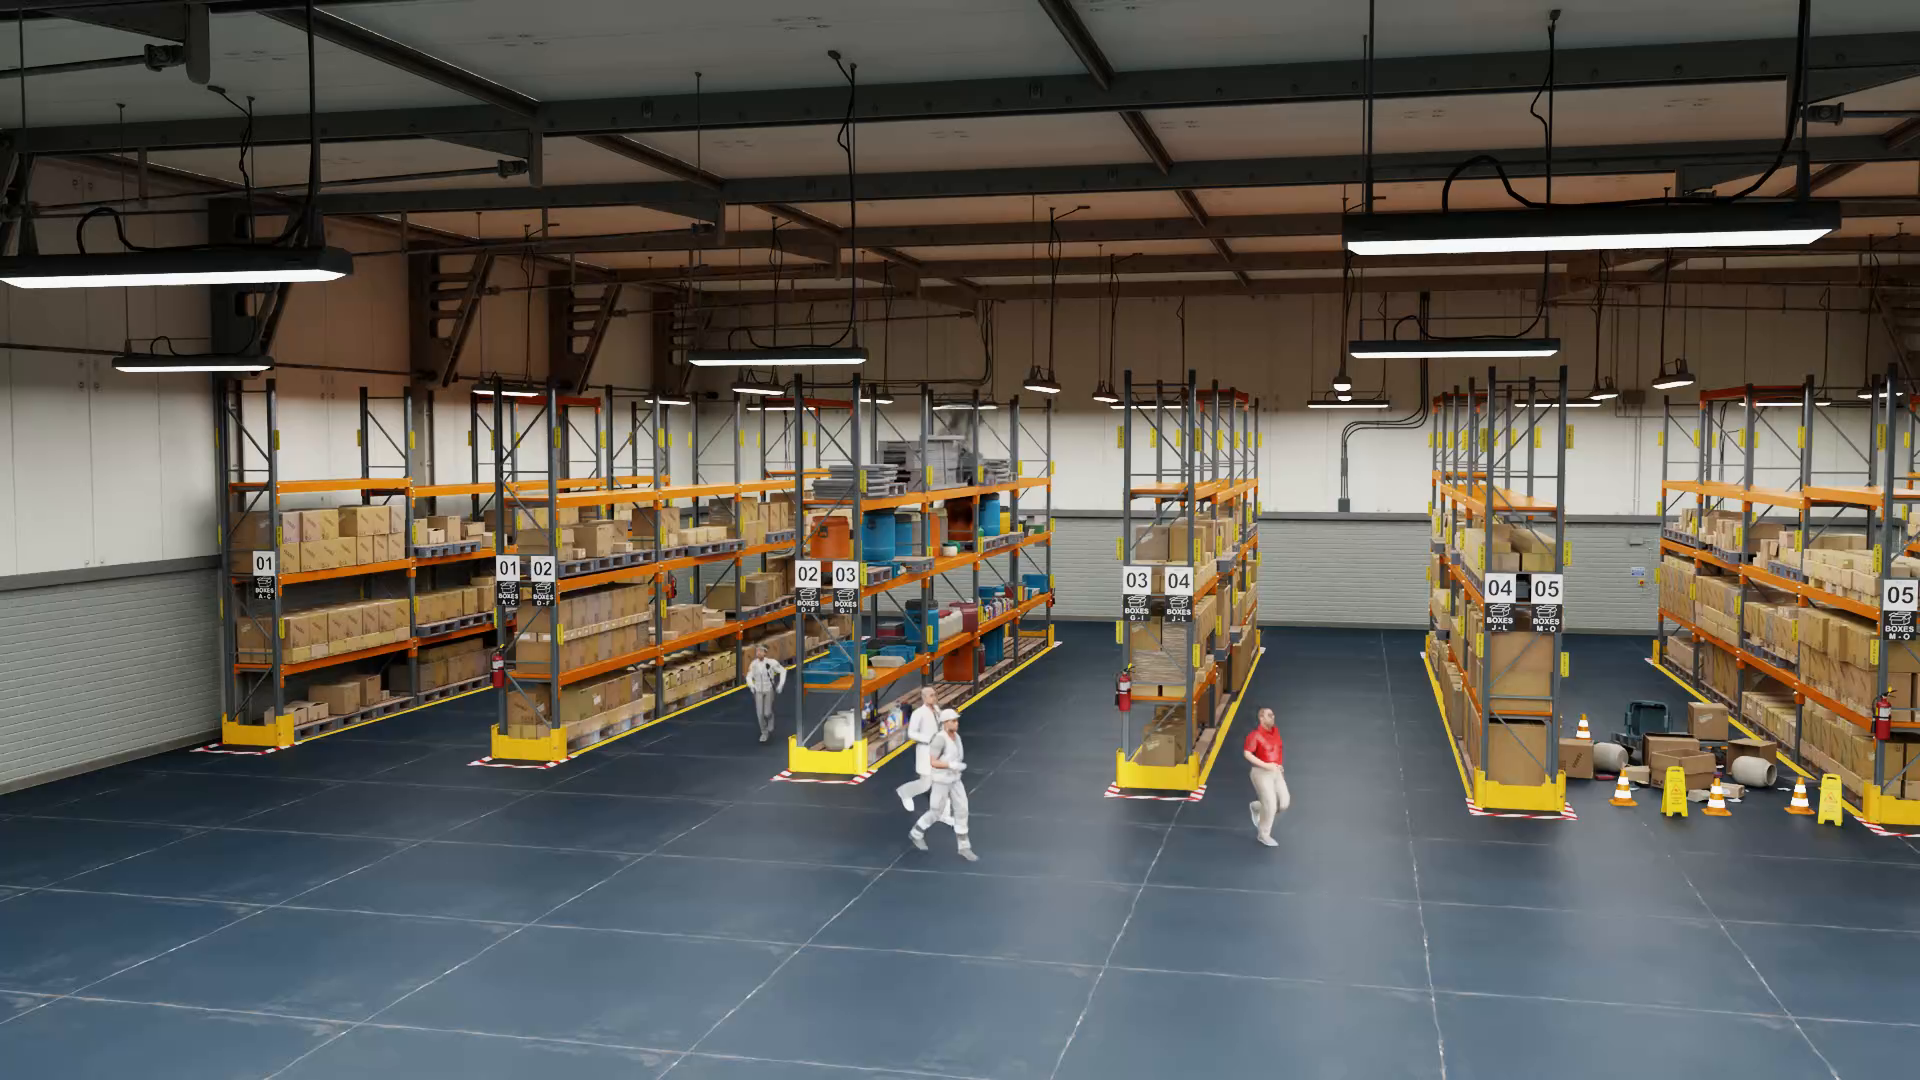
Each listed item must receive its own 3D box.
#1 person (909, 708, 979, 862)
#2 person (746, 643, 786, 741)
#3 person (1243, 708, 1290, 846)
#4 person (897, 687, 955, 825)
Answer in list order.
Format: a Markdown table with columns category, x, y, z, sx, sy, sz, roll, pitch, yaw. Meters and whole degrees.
| category | x | y | z | sx | sy | sz | roll | pitch | yaw |
| --- | --- | --- | --- | --- | --- | --- | --- | --- | --- |
| person | -0.196 | 2.906 | 19.912 | 0.942 | 1.805 | 0.622 | 3 | 4 | 37 |
| person | -3.249 | 2.527 | 27.616 | 0.642 | 1.661 | 0.592 | 1 | 3 | 11 |
| person | 3.803 | 2.928 | 20.704 | 0.697 | 1.692 | 0.627 | -3 | 5 | -42 |
| person | -0.407 | 2.808 | 21.786 | 0.993 | 1.771 | 0.710 | 3 | 5 | 41 |
